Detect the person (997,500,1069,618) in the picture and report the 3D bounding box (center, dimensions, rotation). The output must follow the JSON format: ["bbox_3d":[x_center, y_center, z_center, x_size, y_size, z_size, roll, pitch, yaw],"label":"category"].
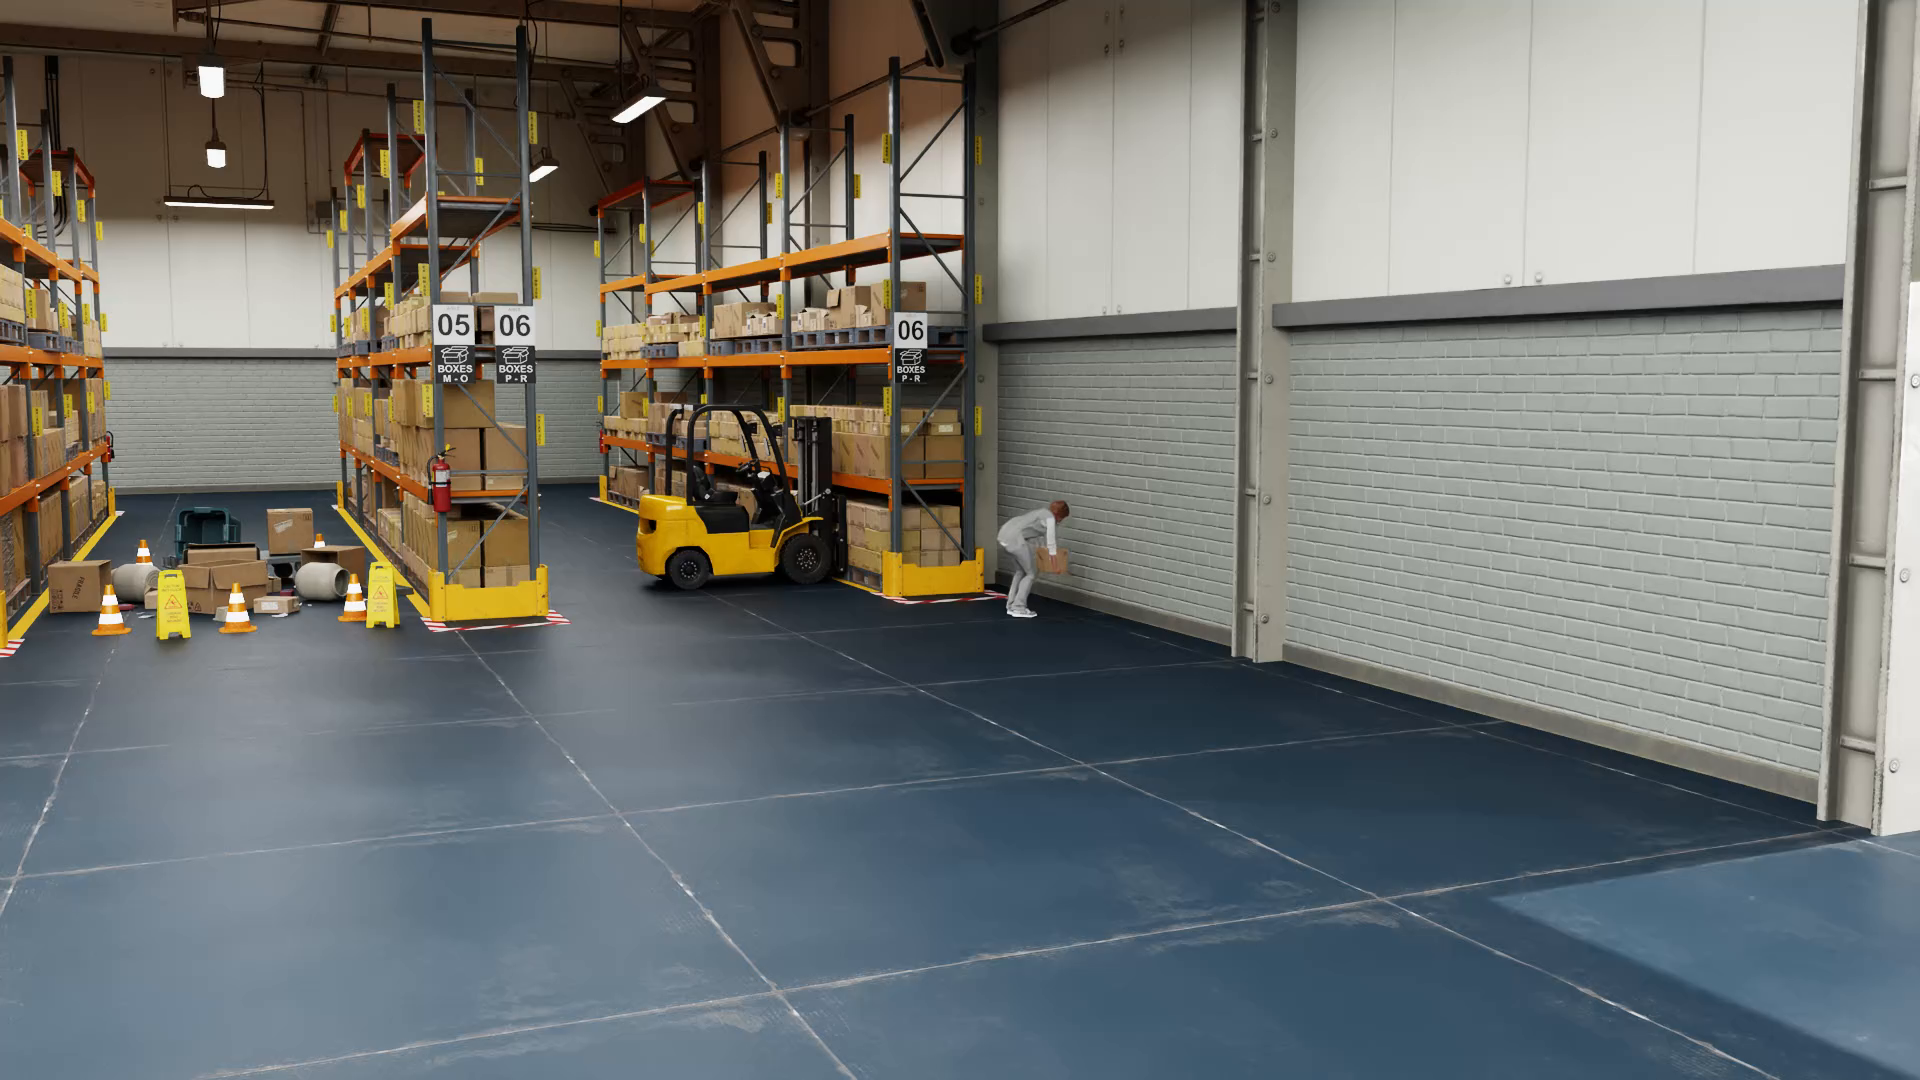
[{"bbox_3d":[0.780,0.191,17.313,0.820,1.199,0.389,-3,6,-26],"label":"person"}]
